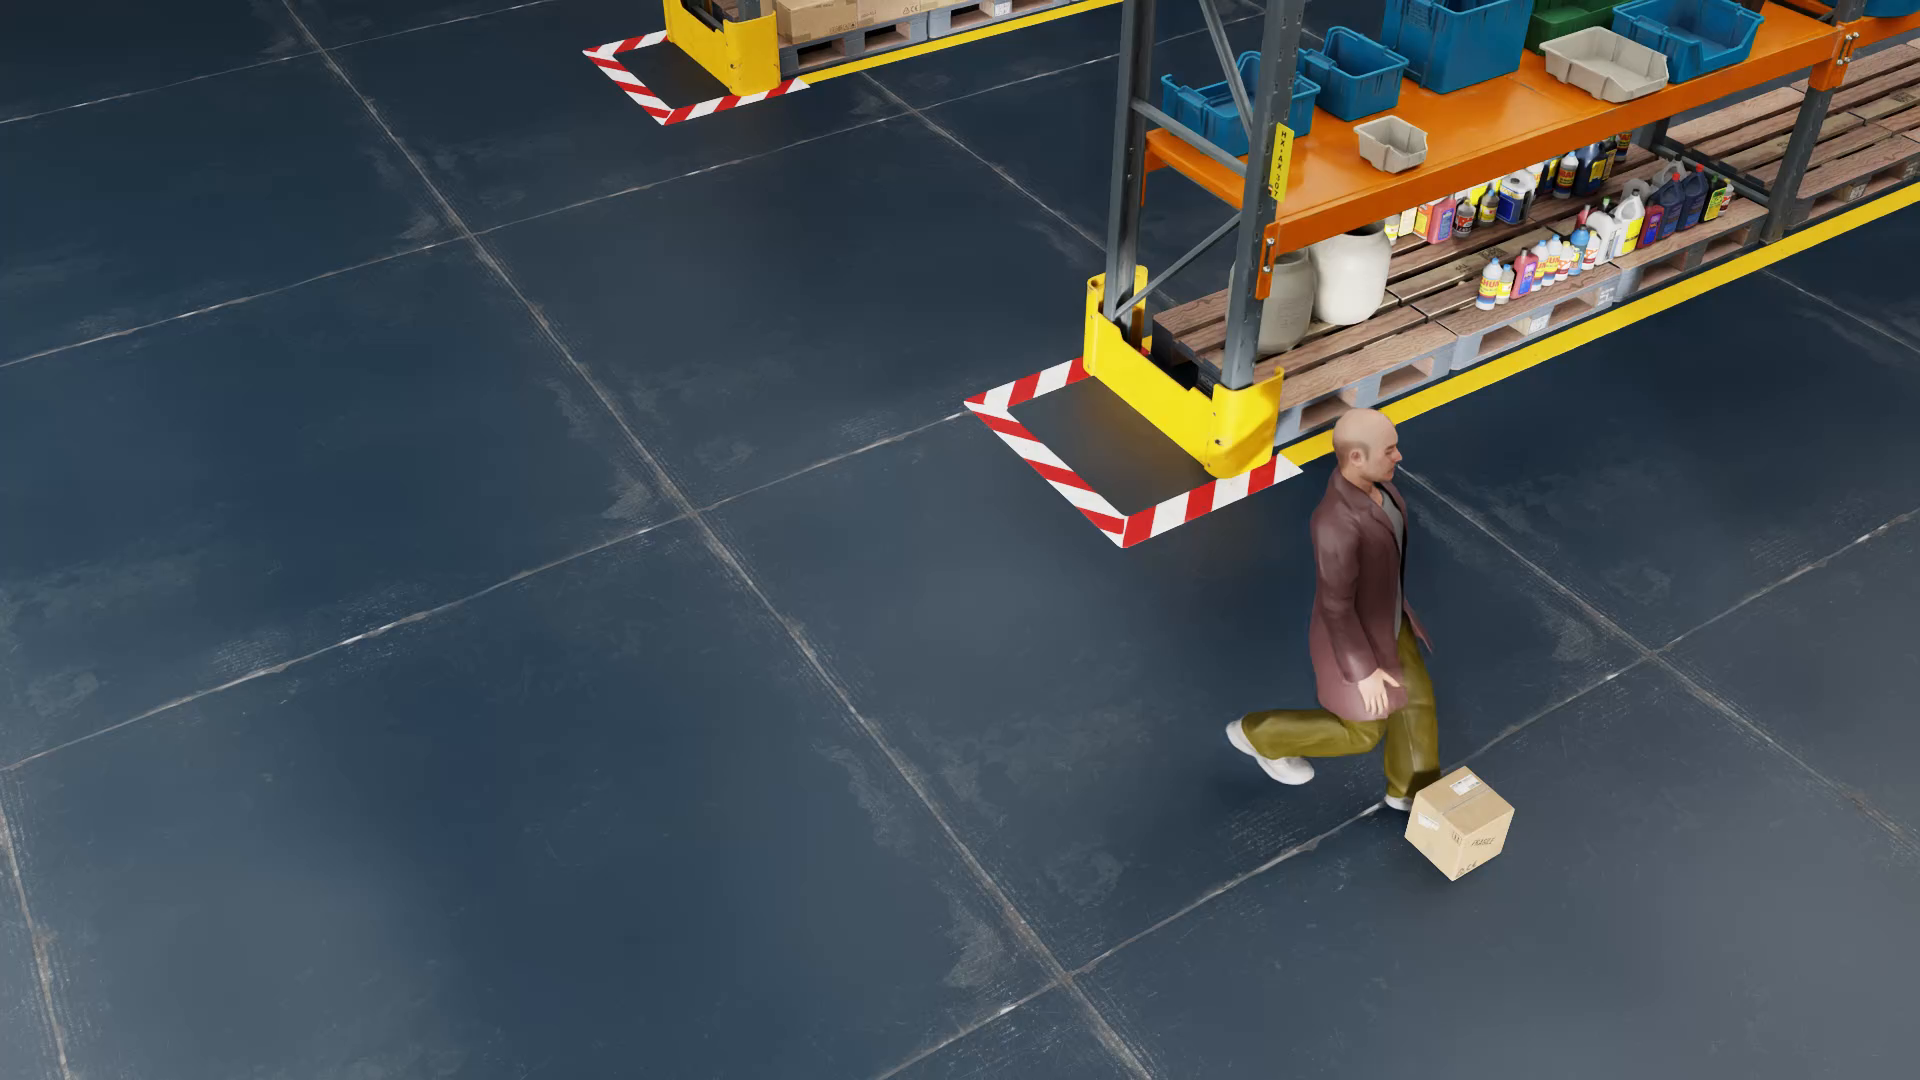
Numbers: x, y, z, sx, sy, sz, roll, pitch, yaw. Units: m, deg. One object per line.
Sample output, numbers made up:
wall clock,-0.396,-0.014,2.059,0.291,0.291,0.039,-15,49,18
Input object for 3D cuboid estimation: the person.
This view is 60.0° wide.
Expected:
person,1.498,0.324,5.837,0.987,1.705,0.647,17,43,19
